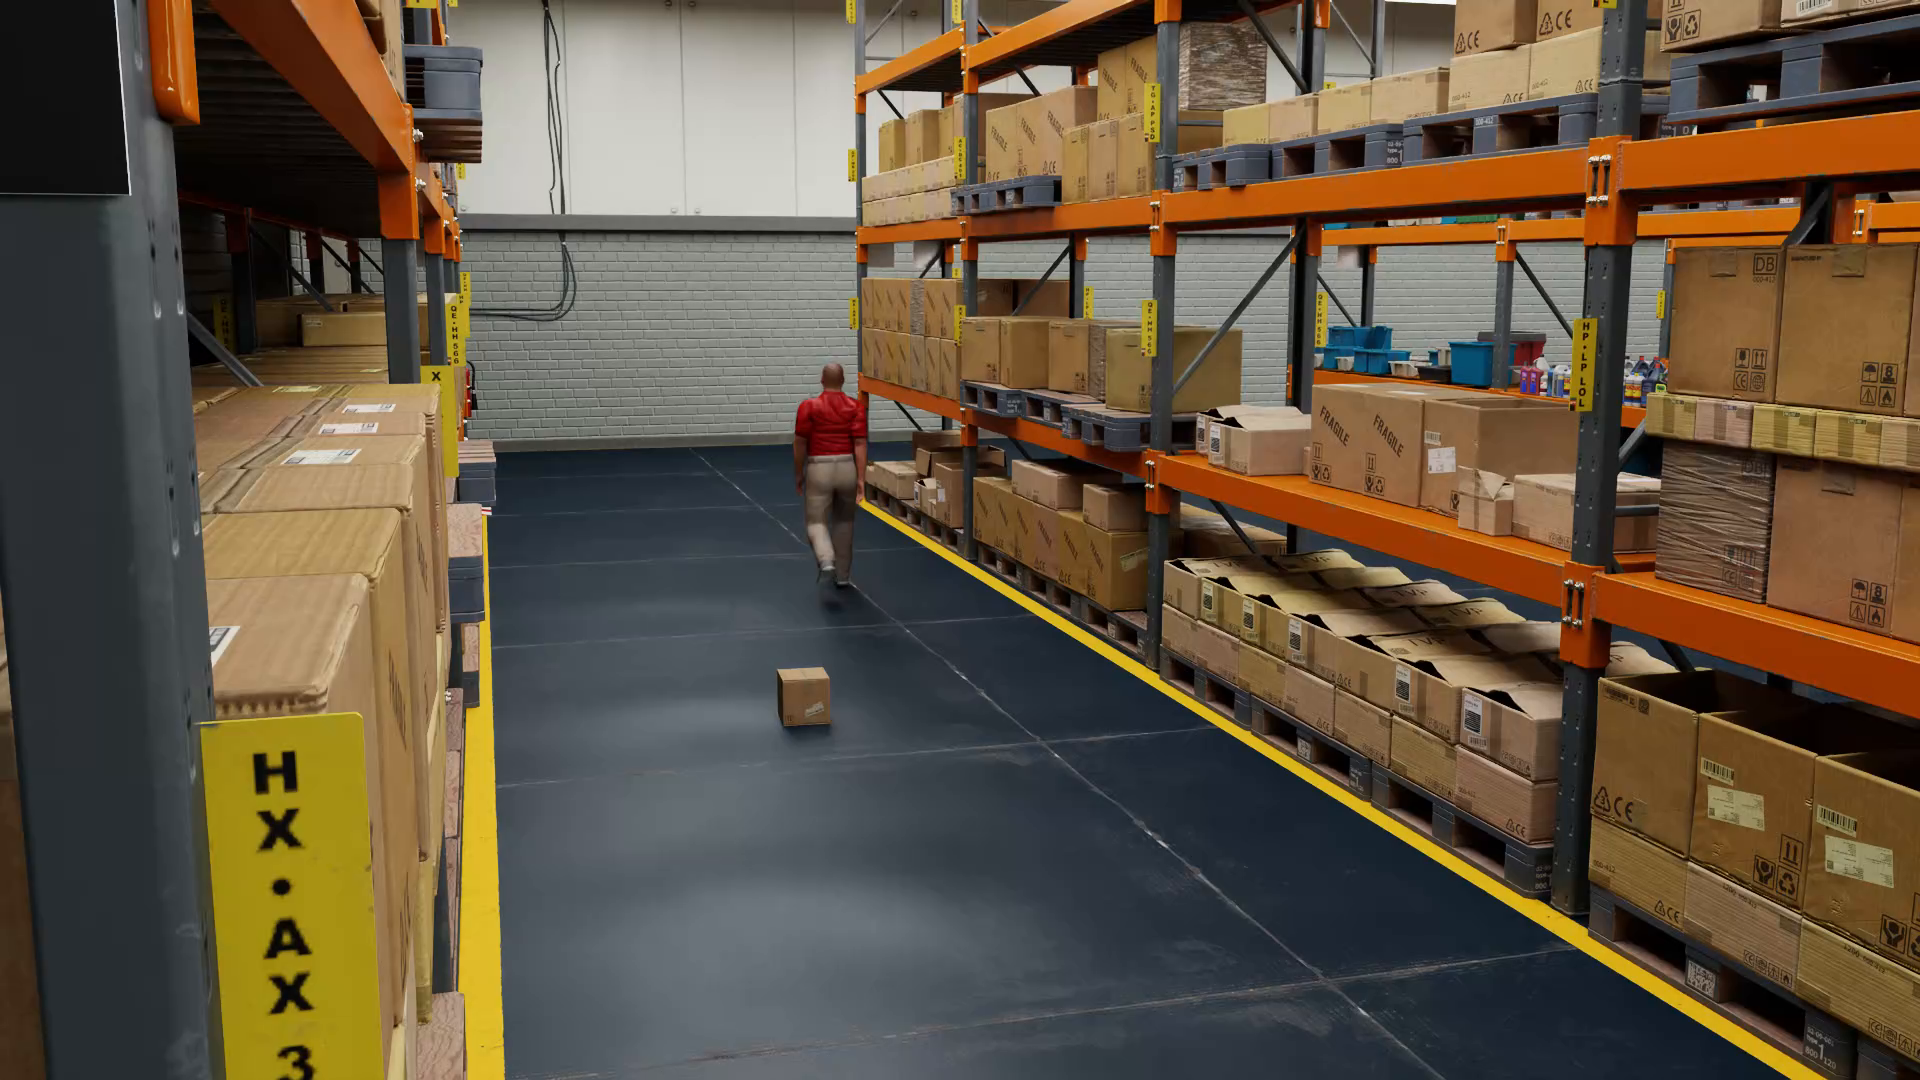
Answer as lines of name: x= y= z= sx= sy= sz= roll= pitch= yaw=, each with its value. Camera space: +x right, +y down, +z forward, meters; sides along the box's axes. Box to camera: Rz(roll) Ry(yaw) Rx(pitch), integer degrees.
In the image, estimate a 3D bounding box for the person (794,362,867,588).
person: x=-0.958 y=-0.468 z=12.285 sx=0.534 sy=1.686 sz=0.875 roll=-2 pitch=9 yaw=-12
